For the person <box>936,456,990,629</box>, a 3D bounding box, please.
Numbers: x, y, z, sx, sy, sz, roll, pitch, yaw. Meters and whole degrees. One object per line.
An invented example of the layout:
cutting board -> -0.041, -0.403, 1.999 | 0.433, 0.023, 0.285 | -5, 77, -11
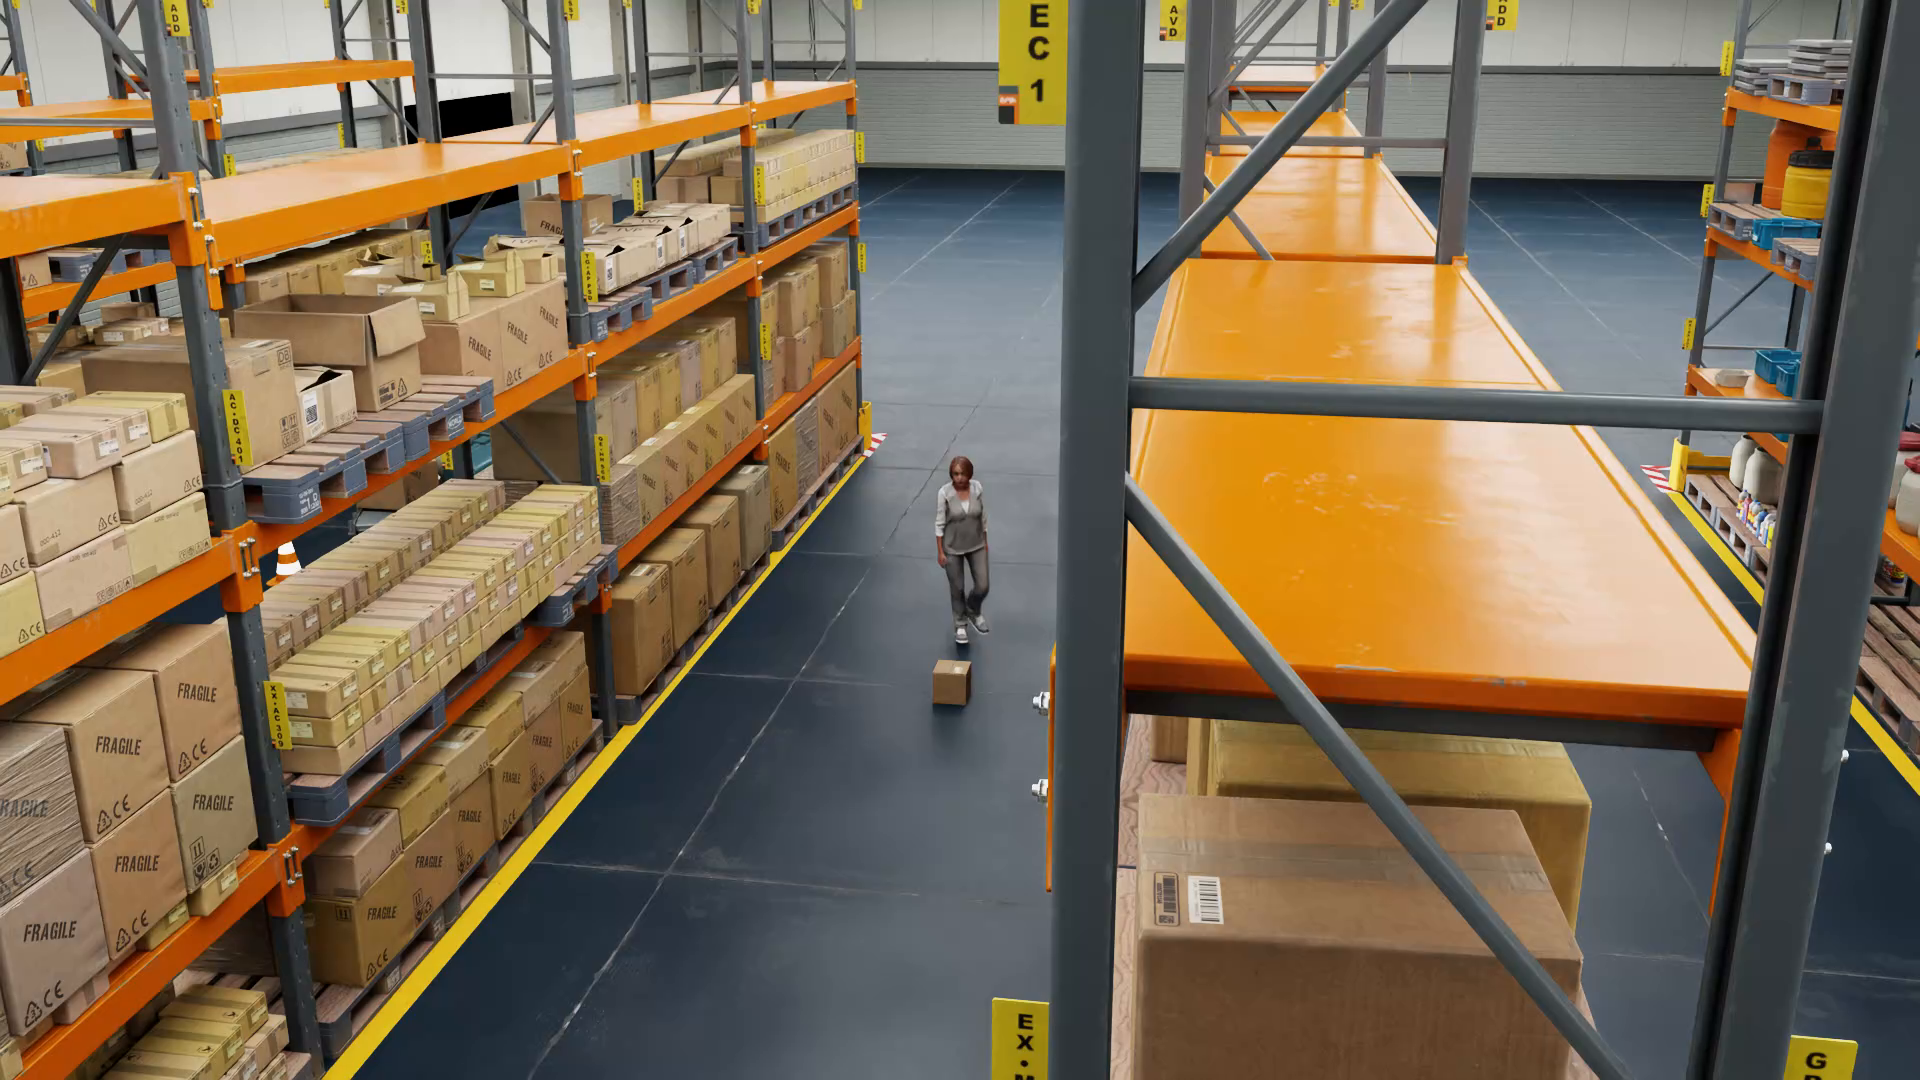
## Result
person -> 0.021, 0.046, 13.203 | 0.437, 1.502, 0.427 | -3, 18, -9
